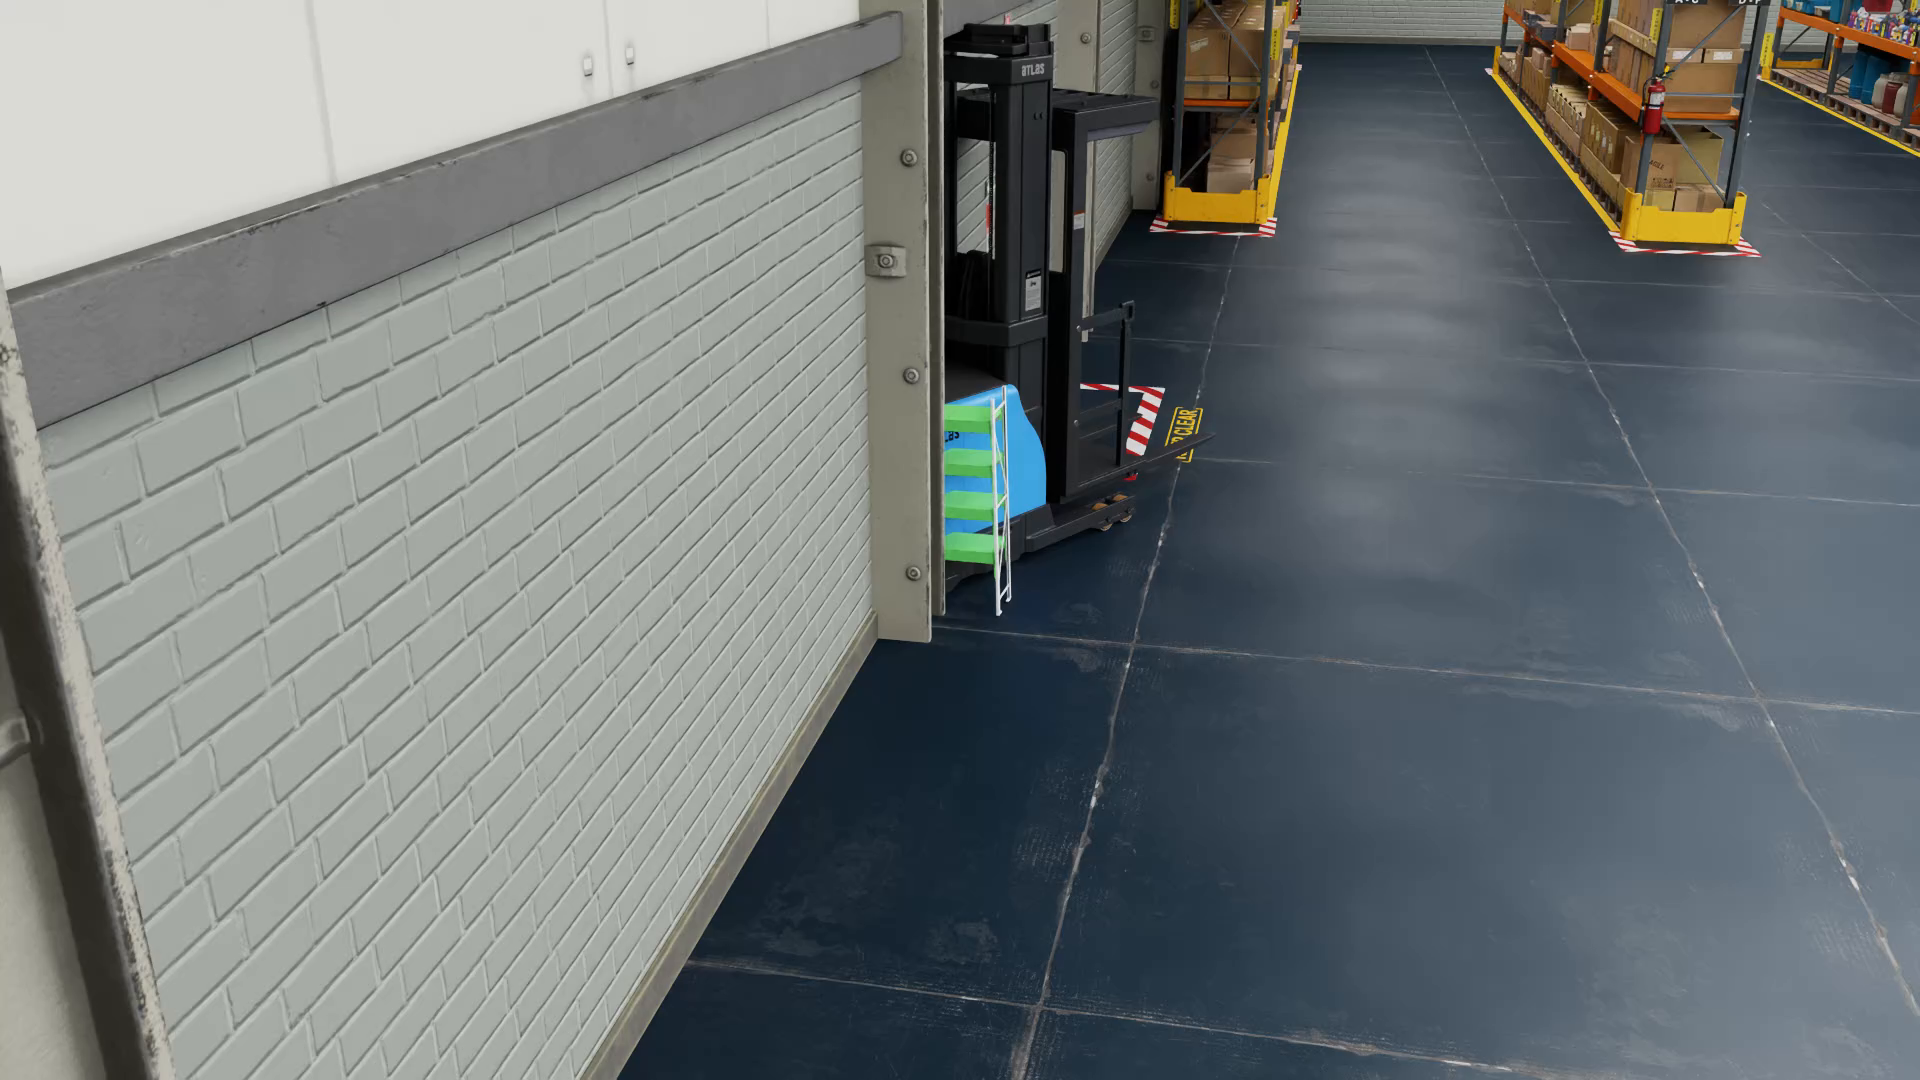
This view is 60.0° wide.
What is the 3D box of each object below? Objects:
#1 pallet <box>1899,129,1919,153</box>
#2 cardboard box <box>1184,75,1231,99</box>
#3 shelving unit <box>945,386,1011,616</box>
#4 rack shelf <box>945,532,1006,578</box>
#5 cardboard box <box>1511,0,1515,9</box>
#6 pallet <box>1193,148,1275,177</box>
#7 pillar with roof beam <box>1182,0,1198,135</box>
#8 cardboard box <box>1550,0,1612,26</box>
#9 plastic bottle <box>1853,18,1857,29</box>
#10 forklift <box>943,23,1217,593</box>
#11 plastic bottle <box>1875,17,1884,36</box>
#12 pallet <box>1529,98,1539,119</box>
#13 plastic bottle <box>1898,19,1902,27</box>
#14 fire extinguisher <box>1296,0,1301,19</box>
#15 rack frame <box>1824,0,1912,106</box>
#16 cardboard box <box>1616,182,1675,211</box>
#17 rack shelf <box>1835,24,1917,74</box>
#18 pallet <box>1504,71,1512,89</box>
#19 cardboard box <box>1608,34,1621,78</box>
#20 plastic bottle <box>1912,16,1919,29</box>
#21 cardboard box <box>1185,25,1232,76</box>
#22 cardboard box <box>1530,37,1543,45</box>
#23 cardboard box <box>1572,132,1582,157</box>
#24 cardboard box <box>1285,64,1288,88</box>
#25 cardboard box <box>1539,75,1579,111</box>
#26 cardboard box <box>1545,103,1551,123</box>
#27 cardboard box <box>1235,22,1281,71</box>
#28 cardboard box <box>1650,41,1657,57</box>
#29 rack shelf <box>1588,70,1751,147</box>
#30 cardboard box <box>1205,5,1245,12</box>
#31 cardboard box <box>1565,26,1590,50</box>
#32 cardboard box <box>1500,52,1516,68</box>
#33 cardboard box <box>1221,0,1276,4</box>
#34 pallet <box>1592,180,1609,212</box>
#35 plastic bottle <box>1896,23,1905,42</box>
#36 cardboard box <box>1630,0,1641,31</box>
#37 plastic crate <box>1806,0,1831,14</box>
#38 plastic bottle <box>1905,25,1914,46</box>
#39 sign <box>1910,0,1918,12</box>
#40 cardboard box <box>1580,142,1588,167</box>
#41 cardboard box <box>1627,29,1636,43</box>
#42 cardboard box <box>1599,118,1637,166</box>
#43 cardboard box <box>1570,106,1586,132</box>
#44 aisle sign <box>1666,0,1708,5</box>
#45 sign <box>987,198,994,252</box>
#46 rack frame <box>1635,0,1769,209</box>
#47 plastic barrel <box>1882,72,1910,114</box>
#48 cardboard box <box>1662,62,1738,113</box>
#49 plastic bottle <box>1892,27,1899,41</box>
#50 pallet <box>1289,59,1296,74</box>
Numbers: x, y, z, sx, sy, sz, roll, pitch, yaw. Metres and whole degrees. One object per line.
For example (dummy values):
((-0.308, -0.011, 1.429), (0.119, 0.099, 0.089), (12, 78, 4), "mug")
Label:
((14.019, -5.611, 23.503), (1.003, 0.211, 1.213), (4, 22, 11), "pallet")
((2.789, -5.140, 18.775), (0.500, 0.250, 0.500), (5, 22, 12), "cardboard box")
((-0.018, -0.217, 8.779), (0.503, 1.200, 0.258), (5, 23, 17), "shelving unit")
((-0.008, 0.064, 8.894), (0.480, 0.148, 0.258), (5, 23, 17), "rack shelf")
((10.445, -10.021, 30.588), (0.500, 0.500, 0.500), (4, 22, 11), "cardboard box")
((3.597, -4.936, 21.826), (1.003, 0.211, 1.213), (4, 22, 11), "pallet")
((7.618, -9.985, 22.601), (9.100, 9.000, 0.400), (4, 22, 11), "pillar with roof beam")
((9.384, -8.044, 25.116), (0.700, 0.500, 0.500), (-3, 22, -7), "cardboard box")
((14.505, -8.362, 26.866), (0.097, 0.201, 0.097), (0, 22, 0), "plastic bottle")
((0.427, -1.531, 9.731), (1.130, 2.935, 3.031), (19, 29, 39), "forklift")
((14.257, -7.949, 25.747), (0.097, 0.271, 0.097), (0, 22, 0), "plastic bottle")
((9.807, -6.985, 26.916), (1.003, 0.211, 1.213), (4, 22, 11), "pallet")
((14.292, -7.786, 25.327), (0.061, 0.283, 0.133), (4, 22, 11), "plastic bottle")
((6.631, -10.677, 32.952), (0.296, 0.674, 0.183), (4, 22, 11), "fire extinguisher")
((15.031, -8.648, 27.311), (1.000, 3.000, 0.127), (4, 22, 11), "rack frame")
((7.554, -3.776, 18.333), (0.500, 0.250, 0.500), (4, 22, 11), "cardboard box")
((14.623, -7.583, 25.629), (1.077, 0.370, 4.000), (4, 22, 11), "rack shelf")
((10.570, -8.432, 30.508), (1.003, 0.211, 1.213), (4, 22, 11), "pallet")
((8.466, -5.985, 20.564), (0.700, 0.500, 0.500), (4, 22, 10), "cardboard box")
((14.936, -8.055, 26.011), (0.097, 0.271, 0.097), (0, 22, 0), "plastic bottle")
((2.772, -5.491, 18.642), (0.500, 0.500, 0.500), (4, 22, 10), "cardboard box")
((11.129, -9.317, 31.729), (0.500, 0.500, 0.500), (4, 22, 11), "cardboard box")
((8.351, -5.194, 21.854), (0.500, 0.250, 0.500), (4, 22, 10), "cardboard box")
((5.148, -8.028, 28.087), (0.750, 0.750, 0.750), (5, 23, 13), "cardboard box")
((9.327, -6.968, 25.898), (0.500, 0.500, 0.500), (5, 23, 13), "cardboard box")
((8.972, -6.314, 24.635), (0.500, 0.250, 0.500), (4, 22, 11), "cardboard box")
((3.386, -5.634, 18.997), (0.500, 0.500, 0.500), (5, 22, 11), "cardboard box")
((7.729, -5.329, 18.068), (0.380, 0.149, 0.250), (4, 22, 10), "cardboard box")
((8.142, -5.036, 19.305), (1.077, 0.370, 4.000), (4, 22, 11), "rack shelf")
((3.399, -6.609, 21.418), (0.500, 0.500, 0.500), (4, 22, 10), "cardboard box")
((8.994, -7.210, 23.861), (0.500, 0.311, 0.500), (4, 22, 10), "cardboard box")
((10.508, -9.058, 31.422), (0.500, 0.250, 0.500), (4, 22, 11), "cardboard box")
((3.958, -7.115, 22.782), (0.700, 0.500, 0.500), (7, 23, 16), "cardboard box")
((8.100, -4.072, 19.683), (1.003, 0.211, 1.213), (4, 22, 11), "pallet")
((14.047, -7.573, 24.815), (0.097, 0.271, 0.097), (0, 22, 0), "plastic bottle")
((8.261, -6.218, 19.408), (0.700, 0.500, 0.500), (4, 22, 11), "cardboard box")
((15.144, -9.404, 29.333), (0.416, 0.233, 0.300), (4, 22, 11), "plastic crate")
((13.927, -7.396, 24.358), (0.061, 0.283, 0.133), (4, 22, 11), "plastic bottle")
((15.569, -8.734, 27.153), (0.100, 0.325, 0.005), (4, 22, 11), "sign")
((8.159, -4.874, 21.059), (0.500, 0.250, 0.500), (4, 22, 11), "cardboard box")
((8.047, -5.893, 19.469), (0.380, 0.149, 0.250), (4, 22, 9), "cardboard box")
((7.845, -4.674, 19.558), (0.500, 0.500, 0.500), (4, 22, 11), "cardboard box")
((8.452, -5.641, 22.213), (0.500, 0.311, 0.500), (5, 22, 12), "cardboard box")
((7.433, -5.842, 16.865), (0.394, 0.787, 0.004), (4, 22, 11), "aisle sign")
((0.200, -2.063, 10.914), (0.001, 0.329, 0.234), (4, 22, 11), "sign")
((7.734, -4.638, 17.355), (1.000, 3.000, 0.127), (4, 22, 11), "rack frame")
((14.528, -6.854, 25.524), (0.600, 0.588, 0.708), (4, 22, 11), "plastic barrel")
((7.842, -4.854, 17.758), (0.700, 0.500, 0.500), (4, 22, 11), "cardboard box")
((14.087, -7.612, 25.005), (0.097, 0.201, 0.097), (0, 22, 0), "plastic bottle")
((6.062, -9.274, 32.599), (1.003, 0.211, 1.213), (4, 22, 11), "pallet")
